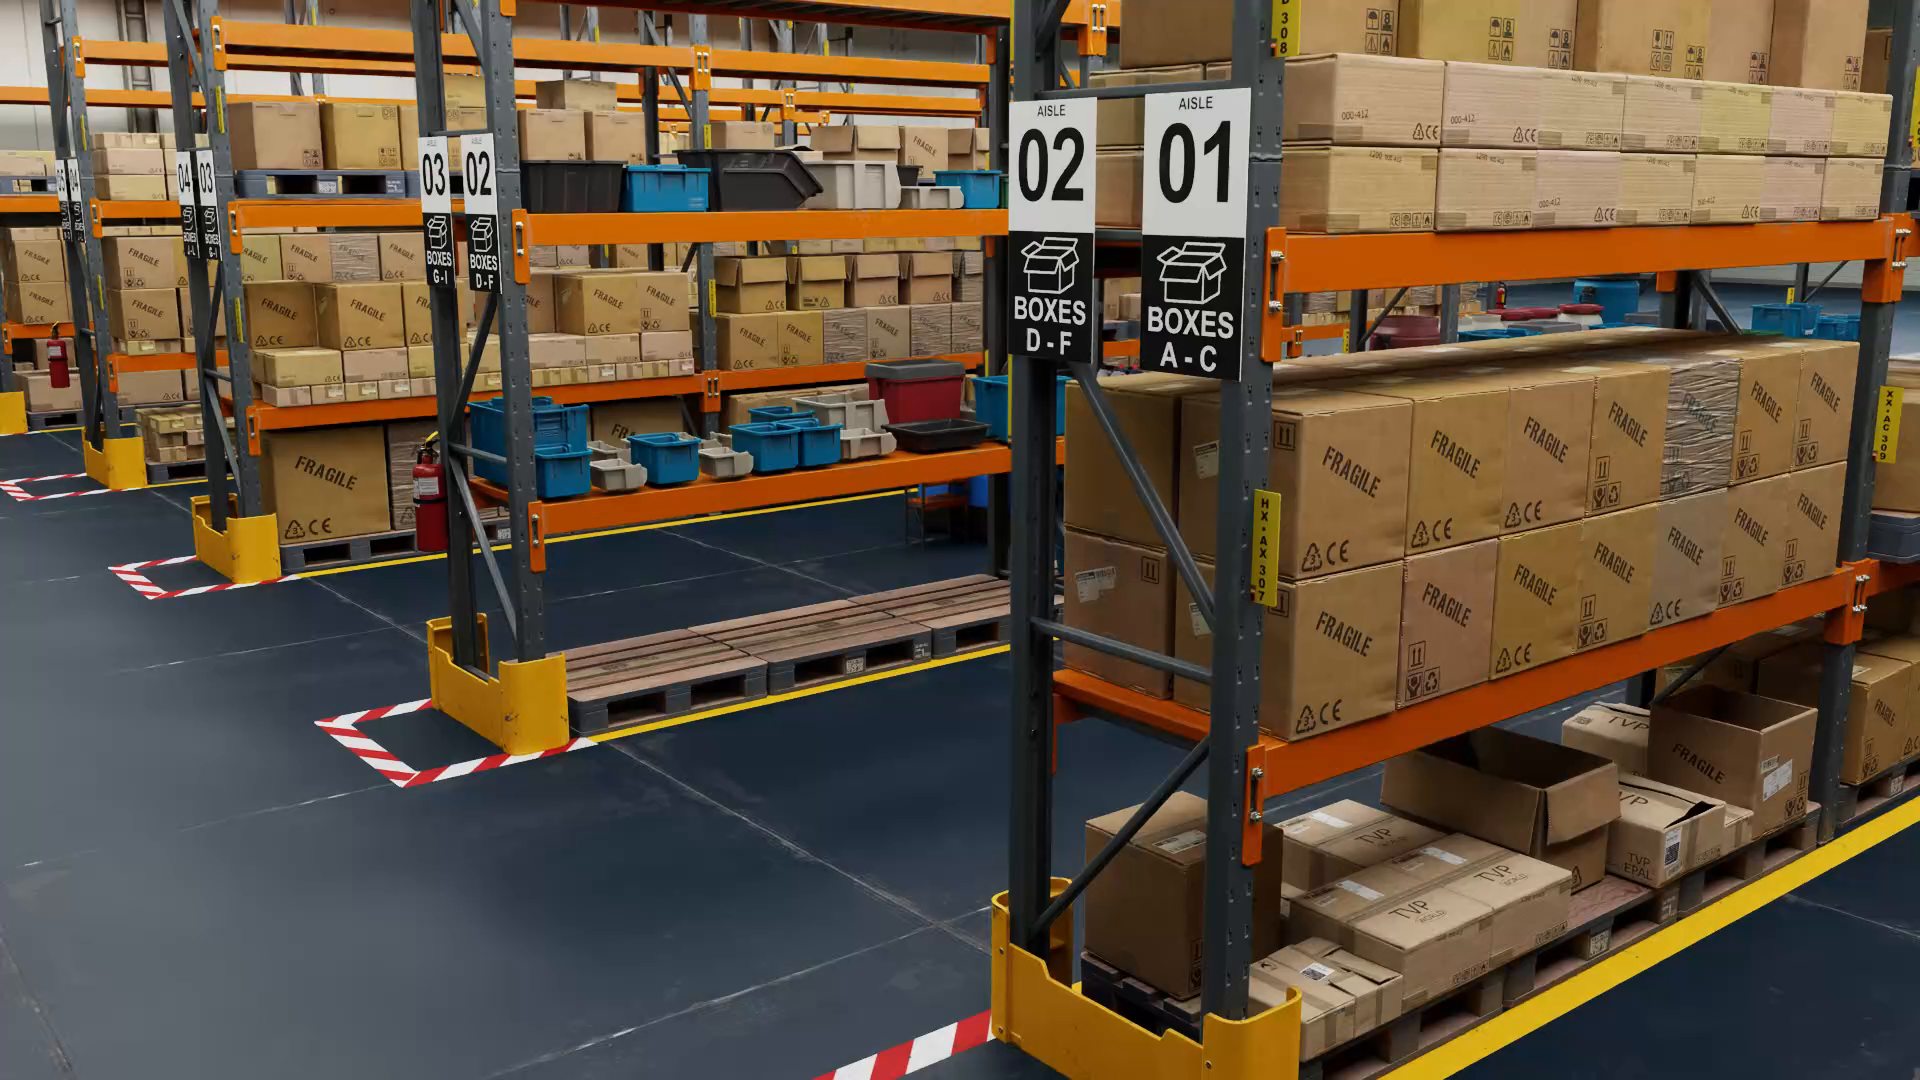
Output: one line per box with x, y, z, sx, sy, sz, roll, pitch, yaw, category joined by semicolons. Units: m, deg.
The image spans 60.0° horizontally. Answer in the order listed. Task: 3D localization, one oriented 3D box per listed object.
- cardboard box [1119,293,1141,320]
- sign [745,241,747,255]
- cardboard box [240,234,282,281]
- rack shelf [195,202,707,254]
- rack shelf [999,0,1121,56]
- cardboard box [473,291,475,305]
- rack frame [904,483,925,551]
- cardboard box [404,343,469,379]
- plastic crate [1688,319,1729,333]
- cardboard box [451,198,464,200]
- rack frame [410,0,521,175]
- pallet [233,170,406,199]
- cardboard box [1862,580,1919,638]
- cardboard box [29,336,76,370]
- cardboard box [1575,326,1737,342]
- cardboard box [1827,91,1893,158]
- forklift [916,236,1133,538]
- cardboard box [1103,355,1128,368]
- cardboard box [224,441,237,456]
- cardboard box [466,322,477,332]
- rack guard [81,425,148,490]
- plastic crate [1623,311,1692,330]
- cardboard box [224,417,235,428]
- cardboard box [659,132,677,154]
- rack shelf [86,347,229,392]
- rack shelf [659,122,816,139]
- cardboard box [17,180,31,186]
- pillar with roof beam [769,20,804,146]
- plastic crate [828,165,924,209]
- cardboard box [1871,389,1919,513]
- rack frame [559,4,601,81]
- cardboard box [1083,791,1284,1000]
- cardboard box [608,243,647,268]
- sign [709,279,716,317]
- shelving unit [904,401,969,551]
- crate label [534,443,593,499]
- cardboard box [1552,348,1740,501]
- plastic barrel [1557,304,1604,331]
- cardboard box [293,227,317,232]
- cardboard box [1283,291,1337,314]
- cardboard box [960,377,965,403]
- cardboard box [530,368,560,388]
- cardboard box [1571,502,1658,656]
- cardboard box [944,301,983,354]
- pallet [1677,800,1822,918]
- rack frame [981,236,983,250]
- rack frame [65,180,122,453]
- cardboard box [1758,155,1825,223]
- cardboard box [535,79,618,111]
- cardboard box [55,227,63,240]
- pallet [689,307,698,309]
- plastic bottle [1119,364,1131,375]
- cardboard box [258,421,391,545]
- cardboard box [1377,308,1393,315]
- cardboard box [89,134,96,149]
2.038;-2.599;18.497;0.500;0.250;0.500;-10;16;-39;cardboard box
-2.784;-3.760;21.828;0.005;0.325;0.100;-9;15;-38;sign
-7.355;-2.895;17.179;0.500;0.500;0.500;-10;15;-39;cardboard box
-4.100;-2.624;13.773;4.000;0.370;1.077;-9;15;-38;rack shelf
2.118;-3.611;12.164;4.000;0.370;1.077;-9;15;-38;rack shelf
-7.011;-3.511;23.801;0.500;0.250;0.500;-10;15;-39;cardboard box
-0.375;-0.513;13.656;0.015;1.200;0.240;-11;16;-41;rack frame
-4.322;-1.472;13.487;0.500;0.250;0.500;-10;16;-40;cardboard box
7.291;-2.019;16.567;0.504;0.338;0.767;-9;15;-38;plastic crate
-5.772;-3.872;18.280;0.500;0.250;0.500;-9;15;-36;cardboard box
-2.567;-3.380;8.381;0.127;3.000;1.000;-9;15;-38;rack frame
-5.089;-2.771;12.947;1.213;0.211;1.003;-9;15;-38;pallet
4.958;0.327;8.520;0.500;0.250;0.500;-9;15;-38;cardboard box
-13.727;-2.812;25.157;0.500;0.500;0.700;-9;15;-35;cardboard box
3.104;-0.683;7.476;0.500;0.500;0.500;-9;15;-36;cardboard box
3.438;-1.692;6.811;0.500;0.250;0.500;-9;15;-38;cardboard box
0.975;-1.674;14.958;1.130;2.935;3.031;11;16;41;forklift
1.926;-2.977;25.033;0.875;0.875;0.875;-9;15;-37;cardboard box
-7.729;-0.974;17.346;0.250;0.149;0.380;-9;15;-37;cardboard box
-5.634;-2.387;18.755;0.250;0.149;0.380;-10;15;-38;cardboard box
-8.622;-0.853;16.944;0.348;0.500;1.175;-9;15;-38;rack guard
6.616;-1.921;15.801;0.583;0.464;0.402;-9;15;-38;plastic crate
-7.643;-1.248;17.206;0.250;0.149;0.380;-9;15;-38;cardboard box
-3.579;-4.730;19.878;0.258;0.266;0.396;-9;15;-38;cardboard box
-7.119;-1.974;17.935;4.000;0.370;1.077;-9;15;-38;rack shelf
-4.024;-7.864;32.195;4.000;0.370;1.077;-9;15;-38;rack shelf
-13.647;-5.347;24.511;0.500;0.250;0.500;-10;16;-39;cardboard box
-0.880;-8.029;30.275;0.548;9.000;9.100;-9;15;-38;pillar with roof beam
-0.585;-2.251;10.601;0.590;0.269;0.497;-9;15;-38;plastic crate
4.157;-0.440;7.728;0.700;0.500;0.500;7;14;31;cardboard box
-5.605;-6.829;24.623;0.127;3.000;1.000;-9;15;-38;rack frame
0.795;1.256;5.953;0.500;0.500;0.500;-9;15;-38;cardboard box
-5.109;-4.315;25.259;0.500;0.500;0.500;-10;16;-39;cardboard box
-2.190;-2.140;14.711;0.005;0.325;0.100;-9;15;-38;sign
-0.194;-0.547;13.816;0.503;1.200;0.258;-11;16;-41;shelving unit
-2.169;-0.371;8.915;0.303;0.233;0.416;-9;15;-38;crate label
2.622;-0.459;6.419;0.500;0.500;0.500;-9;15;-37;cardboard box
5.919;-1.980;15.906;0.433;0.535;0.433;0;12;0;plastic barrel
-8.771;-4.139;22.189;0.250;0.149;0.380;-10;15;-39;cardboard box
4.099;-3.049;20.307;0.500;0.500;0.875;-9;15;-38;cardboard box
-0.667;-1.252;16.909;0.875;0.875;1.225;-9;15;-37;cardboard box
-3.575;-1.385;14.036;0.250;0.149;0.380;-10;15;-39;cardboard box
2.220;0.098;6.206;0.500;0.500;0.500;-9;15;-37;cardboard box
-0.038;-2.168;16.875;0.500;0.500;0.500;-10;15;-38;cardboard box
3.111;1.293;7.534;1.213;0.211;1.003;-9;15;-38;pallet
0.585;-2.287;17.676;0.127;3.000;1.000;-9;15;-38;rack frame
-8.681;-2.066;16.638;0.127;3.000;1.000;-9;15;-38;rack frame
3.037;-1.385;6.569;0.500;0.250;0.500;-9;15;-38;cardboard box
-3.276;-3.784;14.209;0.500;0.250;0.500;-11;16;-41;cardboard box
-10.967;-3.773;20.467;0.250;0.149;0.380;-9;15;-36;cardboard box
-3.954;-2.747;20.306;1.213;0.211;1.003;-9;15;-38;pallet
1.214;-1.137;12.379;0.185;0.351;0.144;-9;15;-38;plastic bottle
-5.212;-0.511;13.417;0.875;0.875;0.875;-9;15;-38;cardboard box
5.228;-2.859;20.975;0.250;0.149;0.380;-9;15;-38;cardboard box
-8.605;-3.991;16.676;0.250;0.149;0.380;-10;15;-38;cardboard box
